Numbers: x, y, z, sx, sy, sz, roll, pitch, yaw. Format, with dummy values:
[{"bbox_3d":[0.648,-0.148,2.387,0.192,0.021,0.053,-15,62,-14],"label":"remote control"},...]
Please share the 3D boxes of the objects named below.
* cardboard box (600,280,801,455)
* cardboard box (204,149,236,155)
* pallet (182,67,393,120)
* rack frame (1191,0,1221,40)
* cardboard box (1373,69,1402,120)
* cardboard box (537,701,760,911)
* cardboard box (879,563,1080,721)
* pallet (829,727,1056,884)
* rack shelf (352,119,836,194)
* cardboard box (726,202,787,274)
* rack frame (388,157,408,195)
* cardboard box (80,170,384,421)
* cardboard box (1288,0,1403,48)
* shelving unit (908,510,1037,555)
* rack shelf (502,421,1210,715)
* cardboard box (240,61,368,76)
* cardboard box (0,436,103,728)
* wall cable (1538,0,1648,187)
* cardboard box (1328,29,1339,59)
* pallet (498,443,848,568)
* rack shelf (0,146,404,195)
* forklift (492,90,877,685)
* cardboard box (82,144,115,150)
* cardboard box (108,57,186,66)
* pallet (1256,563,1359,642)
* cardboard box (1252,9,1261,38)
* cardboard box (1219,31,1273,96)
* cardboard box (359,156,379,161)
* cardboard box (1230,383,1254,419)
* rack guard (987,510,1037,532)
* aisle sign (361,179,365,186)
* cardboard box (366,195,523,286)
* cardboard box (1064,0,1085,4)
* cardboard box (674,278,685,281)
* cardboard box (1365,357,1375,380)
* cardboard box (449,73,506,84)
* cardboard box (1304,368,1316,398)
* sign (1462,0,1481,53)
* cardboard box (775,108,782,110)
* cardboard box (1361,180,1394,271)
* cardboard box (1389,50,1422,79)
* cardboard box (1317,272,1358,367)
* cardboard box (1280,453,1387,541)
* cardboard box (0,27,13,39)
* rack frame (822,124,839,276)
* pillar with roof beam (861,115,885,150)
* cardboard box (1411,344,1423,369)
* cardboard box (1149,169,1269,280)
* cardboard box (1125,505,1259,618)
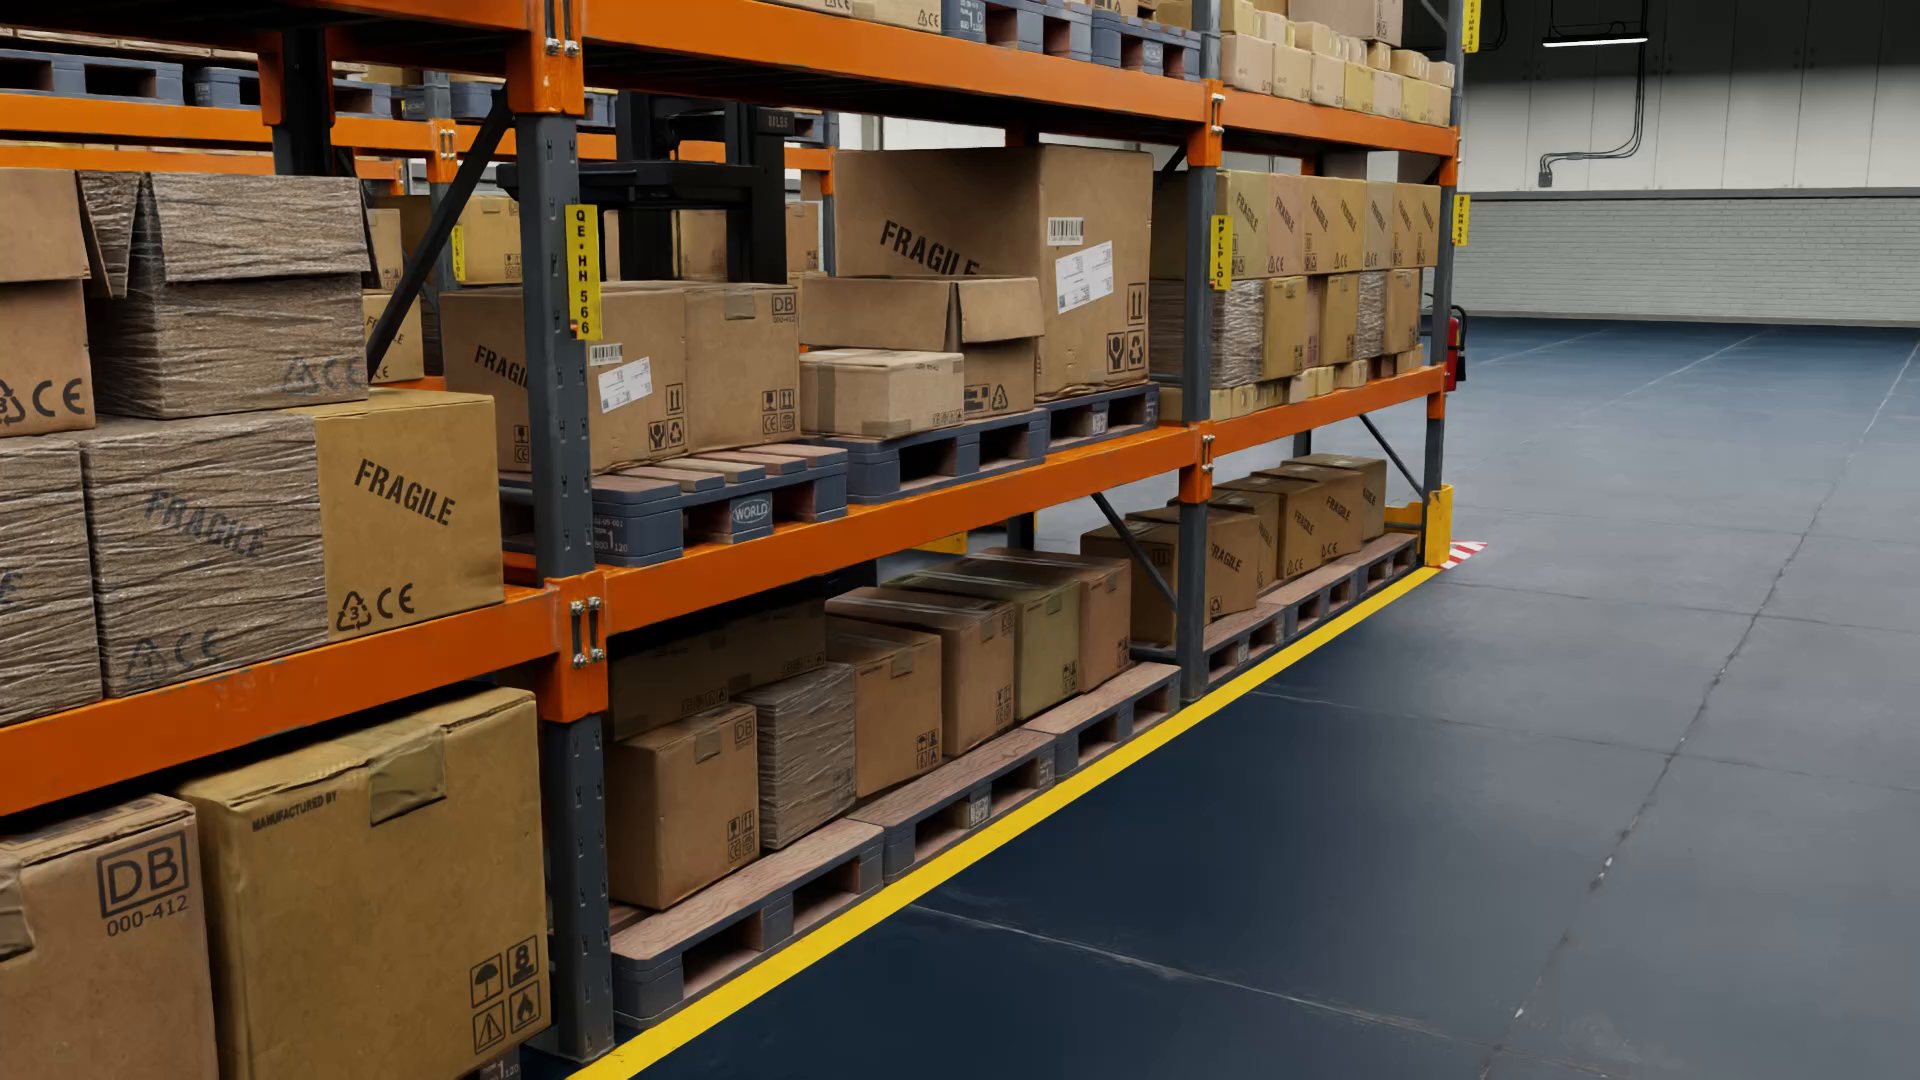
[{"bbox_3d":[-0.940,-0.575,5.375,0.700,0.500,0.500,9,14,39],"label":"cardboard box"},{"bbox_3d":[-6.412,-3.360,14.198,0.380,0.149,0.250,6,12,30],"label":"cardboard box"},{"bbox_3d":[-3.934,-2.484,9.351,0.805,0.209,1.217,6,12,28],"label":"pallet"},{"bbox_3d":[0.686,-3.711,7.237,1.000,3.000,0.127,6,12,31],"label":"rack frame"},{"bbox_3d":[2.200,-2.533,9.505,0.500,0.250,0.500,7,13,32],"label":"cardboard box"},{"bbox_3d":[-1.060,0.772,5.191,0.700,0.500,0.500,6,12,28],"label":"cardboard box"},{"bbox_3d":[0.085,0.418,7.083,0.700,0.500,0.500,6,12,30],"label":"cardboard box"},{"bbox_3d":[-0.349,0.924,6.362,1.003,0.211,1.213,6,12,31],"label":"pallet"},{"bbox_3d":[-2.462,-2.687,11.876,1.077,0.370,4.000,6,12,31],"label":"rack shelf"},{"bbox_3d":[-1.856,-2.336,12.851,0.875,0.550,0.550,6,12,31],"label":"cardboard box"},{"bbox_3d":[-5.707,-2.338,16.207,1.000,3.000,0.127,6,12,31],"label":"rack frame"},{"bbox_3d":[-1.784,-0.562,3.721,0.797,0.503,0.637,7,13,33],"label":"cardboard box"},{"bbox_3d":[2.174,-3.039,9.360,0.500,0.500,0.500,6,12,31],"label":"cardboard box"},{"bbox_3d":[0.040,-0.749,11.795,0.587,1.500,1.083,6,12,31],"label":"shelving unit"},{"bbox_3d":[-0.352,-0.094,6.175,1.077,0.370,4.000,6,12,31],"label":"rack shelf"},{"bbox_3d":[-3.731,-2.782,9.420,0.500,0.250,0.500,7,12,31],"label":"cardboard box"},{"bbox_3d":[-1.966,0.079,3.025,0.500,0.500,0.500,6,12,29],"label":"cardboard box"},{"bbox_3d":[15.258,-11.554,39.891,2.305,6.003,0.169,6,12,31],"label":"wall cable"},{"bbox_3d":[1.763,-2.589,8.721,0.380,0.149,0.250,6,12,30],"label":"cardboard box"},{"bbox_3d":[-1.112,-0.161,5.100,1.213,0.211,1.003,6,12,31],"label":"pallet"},{"bbox_3d":[-6.745,-3.144,14.317,1.077,0.370,4.000,6,12,31],"label":"rack shelf"},{"bbox_3d":[-1.610,-0.864,8.517,1.130,2.935,3.031,5,12,27],"label":"forklift"},{"bbox_3d":[-7.030,-3.207,13.376,0.380,0.149,0.250,7,13,32],"label":"cardboard box"},{"bbox_3d":[-4.450,-2.663,9.060,0.380,0.149,0.250,6,12,31],"label":"cardboard box"},{"bbox_3d":[1.637,0.307,9.657,1.003,0.211,1.213,6,12,31],"label":"pallet"},{"bbox_3d":[1.198,-2.429,7.864,0.380,0.149,0.250,6,12,28],"label":"cardboard box"},{"bbox_3d":[1.139,-2.209,7.774,0.500,0.250,0.500,6,12,28],"label":"cardboard box"},{"bbox_3d":[-5.653,-3.606,15.511,0.380,0.149,0.250,6,12,31],"label":"cardboard box"},{"bbox_3d":[1.196,-0.682,8.043,0.380,0.149,0.250,6,12,31],"label":"cardboard box"},{"bbox_3d":[0.298,-0.213,12.328,0.587,0.250,0.087,6,12,31],"label":"rack guard"},{"bbox_3d":[-5.940,-3.655,16.178,0.394,0.787,0.004,6,12,31],"label":"aisle sign"},{"bbox_3d":[-3.280,-1.911,10.584,0.875,0.550,0.550,6,12,31],"label":"cardboard box"},{"bbox_3d":[0.284,-2.220,6.646,0.396,0.266,0.258,7,13,33],"label":"cardboard box"},{"bbox_3d":[-2.482,-1.640,12.071,0.875,0.550,0.500,6,12,31],"label":"cardboard box"},{"bbox_3d":[2.267,-1.047,9.991,0.380,0.149,0.250,6,12,31],"label":"cardboard box"},{"bbox_3d":[-3.021,-2.883,10.237,0.380,0.149,0.250,6,12,30],"label":"cardboard box"},{"bbox_3d":[1.683,-0.843,8.902,0.380,0.149,0.250,6,12,31],"label":"cardboard box"},{"bbox_3d":[3.227,-3.245,10.492,0.100,0.325,0.005,6,12,31],"label":"sign"},{"bbox_3d":[-1.571,-3.323,12.585,0.380,0.149,0.250,7,12,32],"label":"cardboard box"},{"bbox_3d":[2.172,-1.811,9.591,0.500,0.500,0.500,6,12,31],"label":"cardboard box"},{"bbox_3d":[2.492,-2.790,9.790,0.380,0.149,0.250,6,12,31],"label":"cardboard box"},{"bbox_3d":[1.731,-1.261,9.372,0.875,0.500,0.500,6,12,31],"label":"cardboard box"},{"bbox_3d":[2.424,-0.273,10.825,0.500,0.500,0.500,9,14,41],"label":"cardboard box"},{"bbox_3d":[-4.753,-2.451,7.652,0.500,0.250,0.500,7,13,32],"label":"cardboard box"},{"bbox_3d":[-1.424,-1.881,13.766,1.000,3.000,0.127,6,12,31],"label":"rack frame"},{"bbox_3d":[1.942,-8.157,30.984,9.100,9.000,0.548,6,12,31],"label":"pillar with roof beam"},{"bbox_3d":[2.791,-1.203,10.828,0.380,0.149,0.250,6,12,31],"label":"cardboard box"},{"bbox_3d":[1.137,-1.496,7.909,0.500,0.500,0.500,6,12,31],"label":"cardboard box"},{"bbox_3d":[1.219,0.110,8.781,0.500,0.500,0.500,-9,14,-39],"label":"cardboard box"}]
